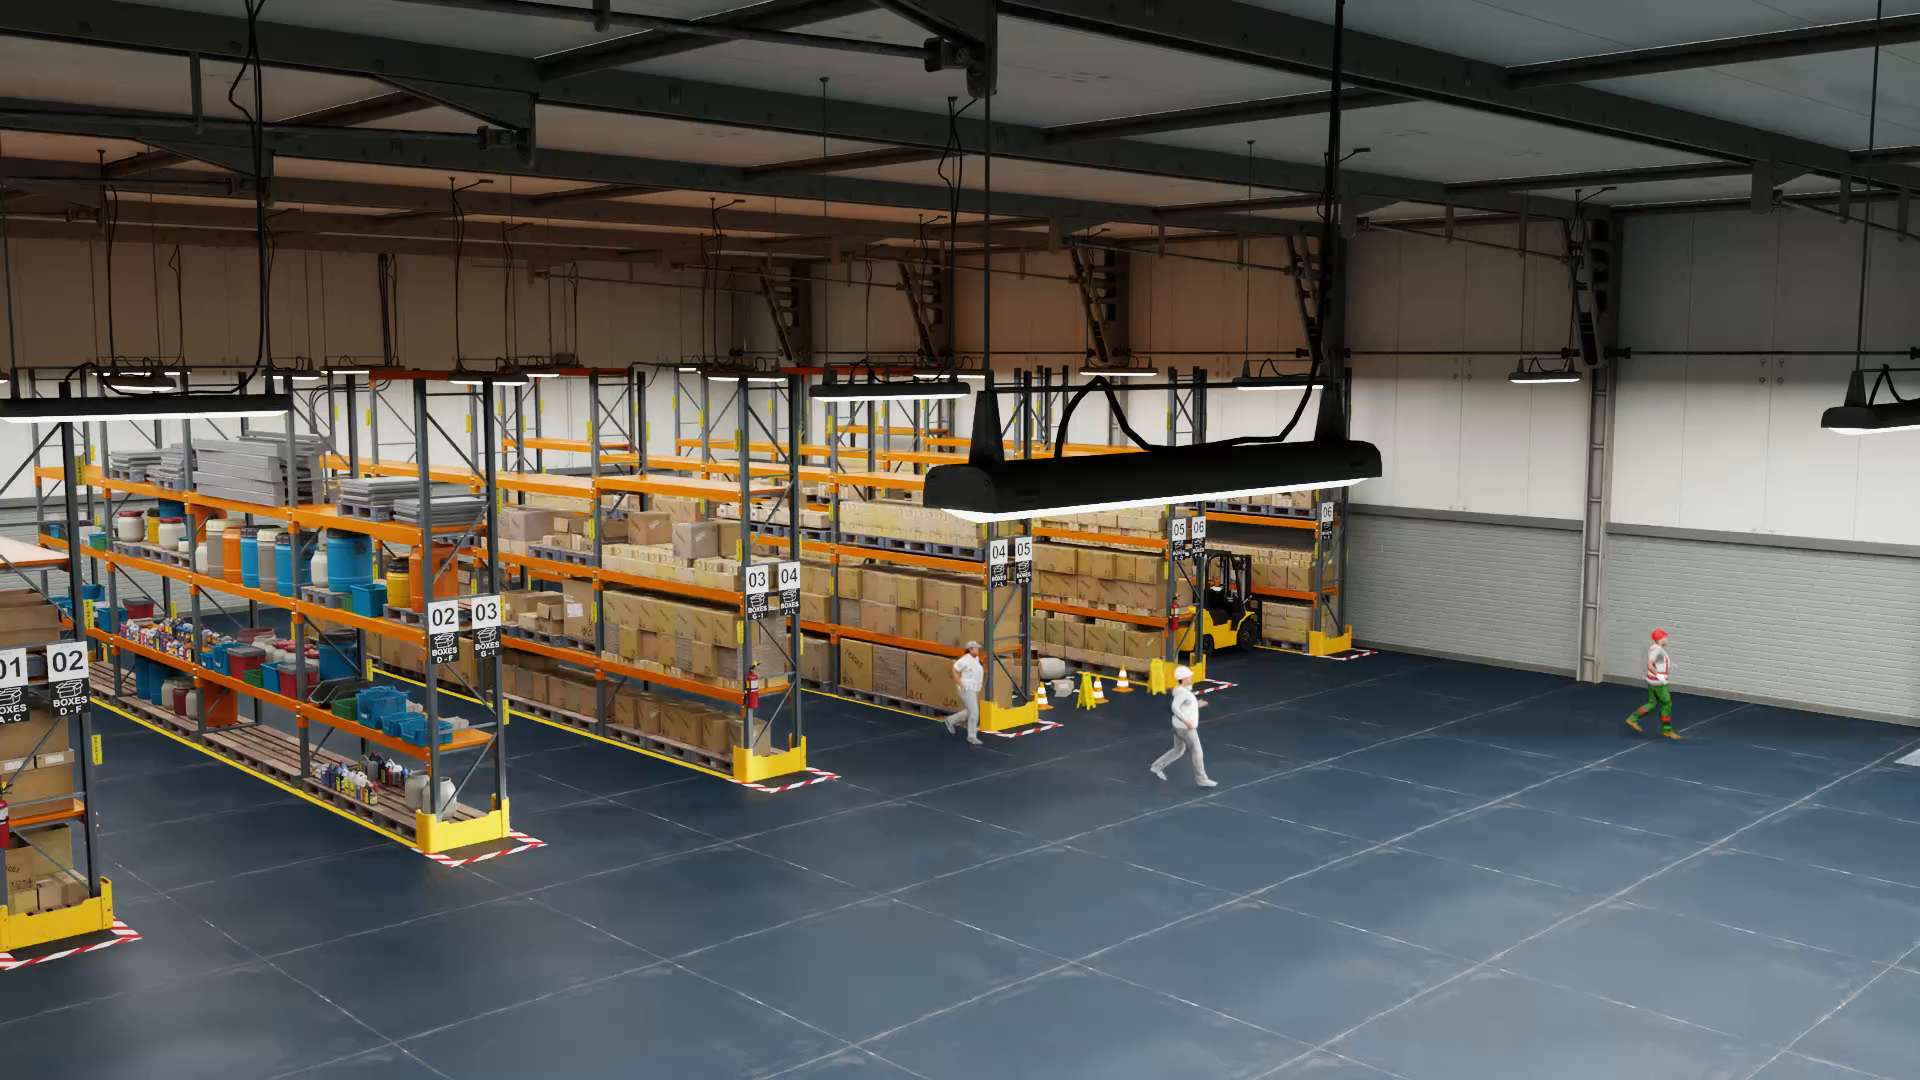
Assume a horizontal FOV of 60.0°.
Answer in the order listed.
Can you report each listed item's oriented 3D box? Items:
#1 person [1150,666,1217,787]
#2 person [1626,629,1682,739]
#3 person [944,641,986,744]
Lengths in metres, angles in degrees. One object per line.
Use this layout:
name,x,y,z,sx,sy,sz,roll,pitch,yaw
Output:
person,3.262,2.704,24.169,0.971,1.754,0.657,-1,6,-5
person,11.439,2.353,27.325,0.862,1.796,0.651,1,7,12
person,0.116,2.474,27.234,0.805,1.657,0.644,4,7,30
